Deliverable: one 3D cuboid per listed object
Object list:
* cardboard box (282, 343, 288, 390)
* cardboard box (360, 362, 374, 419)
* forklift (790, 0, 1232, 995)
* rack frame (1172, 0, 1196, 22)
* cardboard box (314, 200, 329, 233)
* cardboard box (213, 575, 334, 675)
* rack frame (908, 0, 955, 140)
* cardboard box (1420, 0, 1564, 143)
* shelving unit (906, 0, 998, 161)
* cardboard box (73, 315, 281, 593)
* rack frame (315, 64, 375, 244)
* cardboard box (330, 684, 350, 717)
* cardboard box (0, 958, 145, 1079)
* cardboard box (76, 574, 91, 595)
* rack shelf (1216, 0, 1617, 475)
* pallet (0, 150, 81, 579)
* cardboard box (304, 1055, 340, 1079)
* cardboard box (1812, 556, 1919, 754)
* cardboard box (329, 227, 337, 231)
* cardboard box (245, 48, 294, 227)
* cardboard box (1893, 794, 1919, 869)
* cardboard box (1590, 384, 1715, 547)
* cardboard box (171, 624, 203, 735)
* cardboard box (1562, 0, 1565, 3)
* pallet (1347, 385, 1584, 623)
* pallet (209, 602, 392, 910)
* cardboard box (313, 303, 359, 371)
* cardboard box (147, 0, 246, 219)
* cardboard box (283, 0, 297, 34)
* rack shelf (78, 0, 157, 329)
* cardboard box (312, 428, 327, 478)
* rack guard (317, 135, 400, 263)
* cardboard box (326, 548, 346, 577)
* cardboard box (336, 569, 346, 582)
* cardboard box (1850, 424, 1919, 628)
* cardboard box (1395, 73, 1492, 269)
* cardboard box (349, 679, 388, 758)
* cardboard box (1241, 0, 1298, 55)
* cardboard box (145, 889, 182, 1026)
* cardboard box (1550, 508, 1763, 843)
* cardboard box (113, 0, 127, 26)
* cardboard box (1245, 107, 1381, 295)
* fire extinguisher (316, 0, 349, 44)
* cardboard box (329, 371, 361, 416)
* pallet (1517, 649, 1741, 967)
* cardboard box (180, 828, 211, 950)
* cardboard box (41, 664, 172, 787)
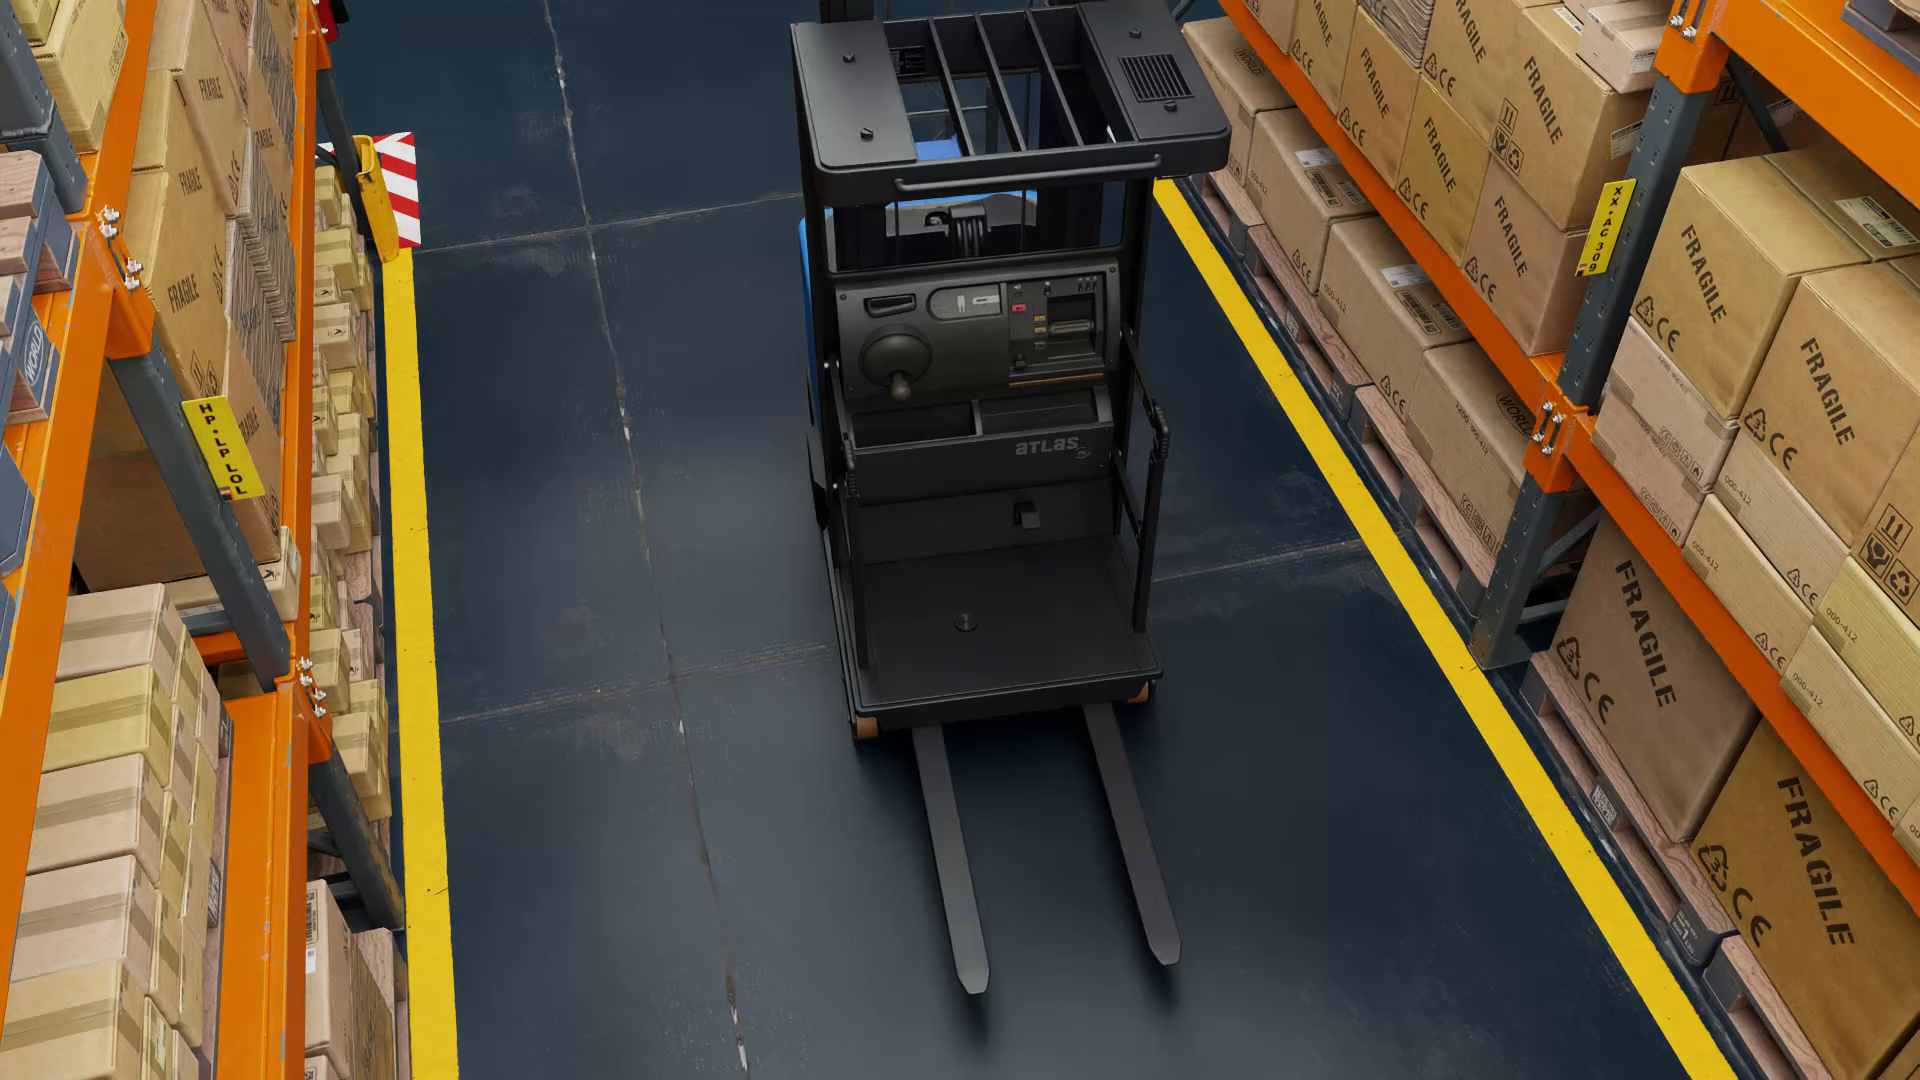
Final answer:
[{"bbox_3d":[-2.407,-0.592,5.406,0.380,0.149,0.250,-10,46,-10],"label":"cardboard box"},{"bbox_3d":[-2.666,-0.606,6.946,0.380,0.149,0.250,-13,47,-12],"label":"cardboard box"},{"bbox_3d":[0.103,-0.587,5.273,1.130,2.935,3.031,-7,46,-7],"label":"forklift"},{"bbox_3d":[1.407,-3.447,8.028,1.000,3.000,0.127,-11,47,-10],"label":"rack frame"},{"bbox_3d":[-2.963,-1.326,7.235,0.380,0.149,0.250,-10,46,-10],"label":"cardboard box"},{"bbox_3d":[-2.342,0.290,5.651,0.380,0.149,0.250,-11,47,-11],"label":"cardboard box"},{"bbox_3d":[-0.272,-1.912,7.574,0.500,1.500,0.032,-7,46,-7],"label":"rack frame"},{"bbox_3d":[1.921,-1.697,5.543,0.500,0.500,0.500,-11,47,-11],"label":"cardboard box"},{"bbox_3d":[-0.187,-1.554,7.223,0.538,1.500,1.048,-7,46,-7],"label":"shelving unit"},{"bbox_3d":[-2.212,-0.238,4.604,0.500,0.500,0.500,-11,47,-11],"label":"cardboard box"},{"bbox_3d":[-3.352,-2.472,7.073,1.000,3.000,0.127,-11,47,-10],"label":"rack frame"},{"bbox_3d":[-2.263,0.569,5.586,0.380,0.149,0.250,-10,46,-10],"label":"cardboard box"},{"bbox_3d":[-1.776,0.979,3.155,0.380,0.149,0.250,-12,47,-12],"label":"cardboard box"},{"bbox_3d":[-2.628,0.223,4.607,0.380,0.149,0.250,-11,47,-11],"label":"cardboard box"},{"bbox_3d":[1.919,-1.814,6.932,1.077,0.370,4.000,-11,47,-10],"label":"rack shelf"},{"bbox_3d":[-2.273,-0.249,2.925,1.213,0.211,1.003,-11,47,-10],"label":"pallet"},{"bbox_3d":[-1.775,1.580,4.032,0.500,0.250,0.500,-9,46,-8],"label":"cardboard box"},{"bbox_3d":[2.535,0.256,4.154,0.500,0.250,0.500,-10,46,-10],"label":"cardboard box"},{"bbox_3d":[-2.927,-1.223,7.342,0.380,0.149,0.250,-12,47,-11],"label":"cardboard box"},{"bbox_3d":[-2.605,-1.297,5.643,0.500,0.500,0.500,-9,46,-8],"label":"cardboard box"},{"bbox_3d":[2.657,0.780,3.991,0.500,0.250,0.500,-11,47,-11],"label":"cardboard box"},{"bbox_3d":[2.288,-0.281,5.030,0.500,0.250,0.500,-12,47,-11],"label":"cardboard box"},{"bbox_3d":[-2.036,0.365,3.966,0.380,0.149,0.250,-9,46,-9],"label":"cardboard box"},{"bbox_3d":[2.027,-1.828,5.217,0.380,0.149,0.250,-11,47,-10],"label":"cardboard box"},{"bbox_3d":[2.312,-0.249,6.846,1.003,0.211,1.213,-11,47,-10],"label":"pallet"},{"bbox_3d":[-2.535,0.808,5.810,1.003,0.211,1.213,-11,47,-10],"label":"pallet"},{"bbox_3d":[-2.646,-0.805,6.724,0.380,0.149,0.250,-9,46,-9],"label":"cardboard box"},{"bbox_3d":[-2.455,-1.264,4.910,0.500,0.500,0.500,-10,46,-10],"label":"cardboard box"},{"bbox_3d":[-2.989,-2.348,6.673,0.500,0.500,0.500,-10,46,-9],"label":"cardboard box"},{"bbox_3d":[-2.840,-1.889,4.905,1.077,0.370,4.000,-11,47,-10],"label":"rack shelf"},{"bbox_3d":[-2.566,-0.250,6.180,0.380,0.149,0.250,-12,47,-12],"label":"cardboard box"},{"bbox_3d":[-3.333,-1.545,7.914,1.175,0.500,0.348,-11,47,-10],"label":"rack guard"},{"bbox_3d":[-2.475,0.026,6.118,0.380,0.149,0.250,-9,46,-8],"label":"cardboard box"},{"bbox_3d":[-2.509,0.139,6.216,0.380,0.149,0.250,-13,47,-12],"label":"cardboard box"},{"bbox_3d":[2.549,-0.021,3.900,0.500,0.500,0.500,-12,47,-11],"label":"cardboard box"},{"bbox_3d":[1.928,-1.348,5.901,0.500,0.500,0.500,-12,47,-11],"label":"cardboard box"},{"bbox_3d":[-2.179,0.646,5.718,0.380,0.149,0.250,-9,46,-9],"label":"cardboard box"},{"bbox_3d":[1.521,-2.399,6.931,0.500,0.500,0.500,-11,47,-11],"label":"cardboard box"},{"bbox_3d":[-1.832,0.906,3.435,0.380,0.149,0.250,-12,47,-12],"label":"cardboard box"},{"bbox_3d":[2.667,0.325,5.525,0.875,0.875,0.875,-9,46,-9],"label":"cardboard box"},{"bbox_3d":[-2.329,-1.420,4.046,0.500,0.250,0.500,-11,47,-11],"label":"cardboard box"},{"bbox_3d":[1.915,-1.629,7.747,0.875,0.438,0.875,-10,46,-9],"label":"cardboard box"},{"bbox_3d":[-2.971,-2.573,7.486,0.296,0.674,0.183,-11,47,-10],"label":"fire extinguisher"},{"bbox_3d":[-2.614,-0.519,6.652,0.380,0.149,0.250,-9,46,-8],"label":"cardboard box"},{"bbox_3d":[2.701,0.810,5.809,1.003,0.211,1.213,-11,47,-10],"label":"pallet"},{"bbox_3d":[-1.906,0.820,3.728,0.380,0.149,0.250,-11,47,-10],"label":"cardboard box"},{"bbox_3d":[-1.967,0.449,3.675,0.380,0.149,0.250,-12,47,-12],"label":"cardboard box"}]
